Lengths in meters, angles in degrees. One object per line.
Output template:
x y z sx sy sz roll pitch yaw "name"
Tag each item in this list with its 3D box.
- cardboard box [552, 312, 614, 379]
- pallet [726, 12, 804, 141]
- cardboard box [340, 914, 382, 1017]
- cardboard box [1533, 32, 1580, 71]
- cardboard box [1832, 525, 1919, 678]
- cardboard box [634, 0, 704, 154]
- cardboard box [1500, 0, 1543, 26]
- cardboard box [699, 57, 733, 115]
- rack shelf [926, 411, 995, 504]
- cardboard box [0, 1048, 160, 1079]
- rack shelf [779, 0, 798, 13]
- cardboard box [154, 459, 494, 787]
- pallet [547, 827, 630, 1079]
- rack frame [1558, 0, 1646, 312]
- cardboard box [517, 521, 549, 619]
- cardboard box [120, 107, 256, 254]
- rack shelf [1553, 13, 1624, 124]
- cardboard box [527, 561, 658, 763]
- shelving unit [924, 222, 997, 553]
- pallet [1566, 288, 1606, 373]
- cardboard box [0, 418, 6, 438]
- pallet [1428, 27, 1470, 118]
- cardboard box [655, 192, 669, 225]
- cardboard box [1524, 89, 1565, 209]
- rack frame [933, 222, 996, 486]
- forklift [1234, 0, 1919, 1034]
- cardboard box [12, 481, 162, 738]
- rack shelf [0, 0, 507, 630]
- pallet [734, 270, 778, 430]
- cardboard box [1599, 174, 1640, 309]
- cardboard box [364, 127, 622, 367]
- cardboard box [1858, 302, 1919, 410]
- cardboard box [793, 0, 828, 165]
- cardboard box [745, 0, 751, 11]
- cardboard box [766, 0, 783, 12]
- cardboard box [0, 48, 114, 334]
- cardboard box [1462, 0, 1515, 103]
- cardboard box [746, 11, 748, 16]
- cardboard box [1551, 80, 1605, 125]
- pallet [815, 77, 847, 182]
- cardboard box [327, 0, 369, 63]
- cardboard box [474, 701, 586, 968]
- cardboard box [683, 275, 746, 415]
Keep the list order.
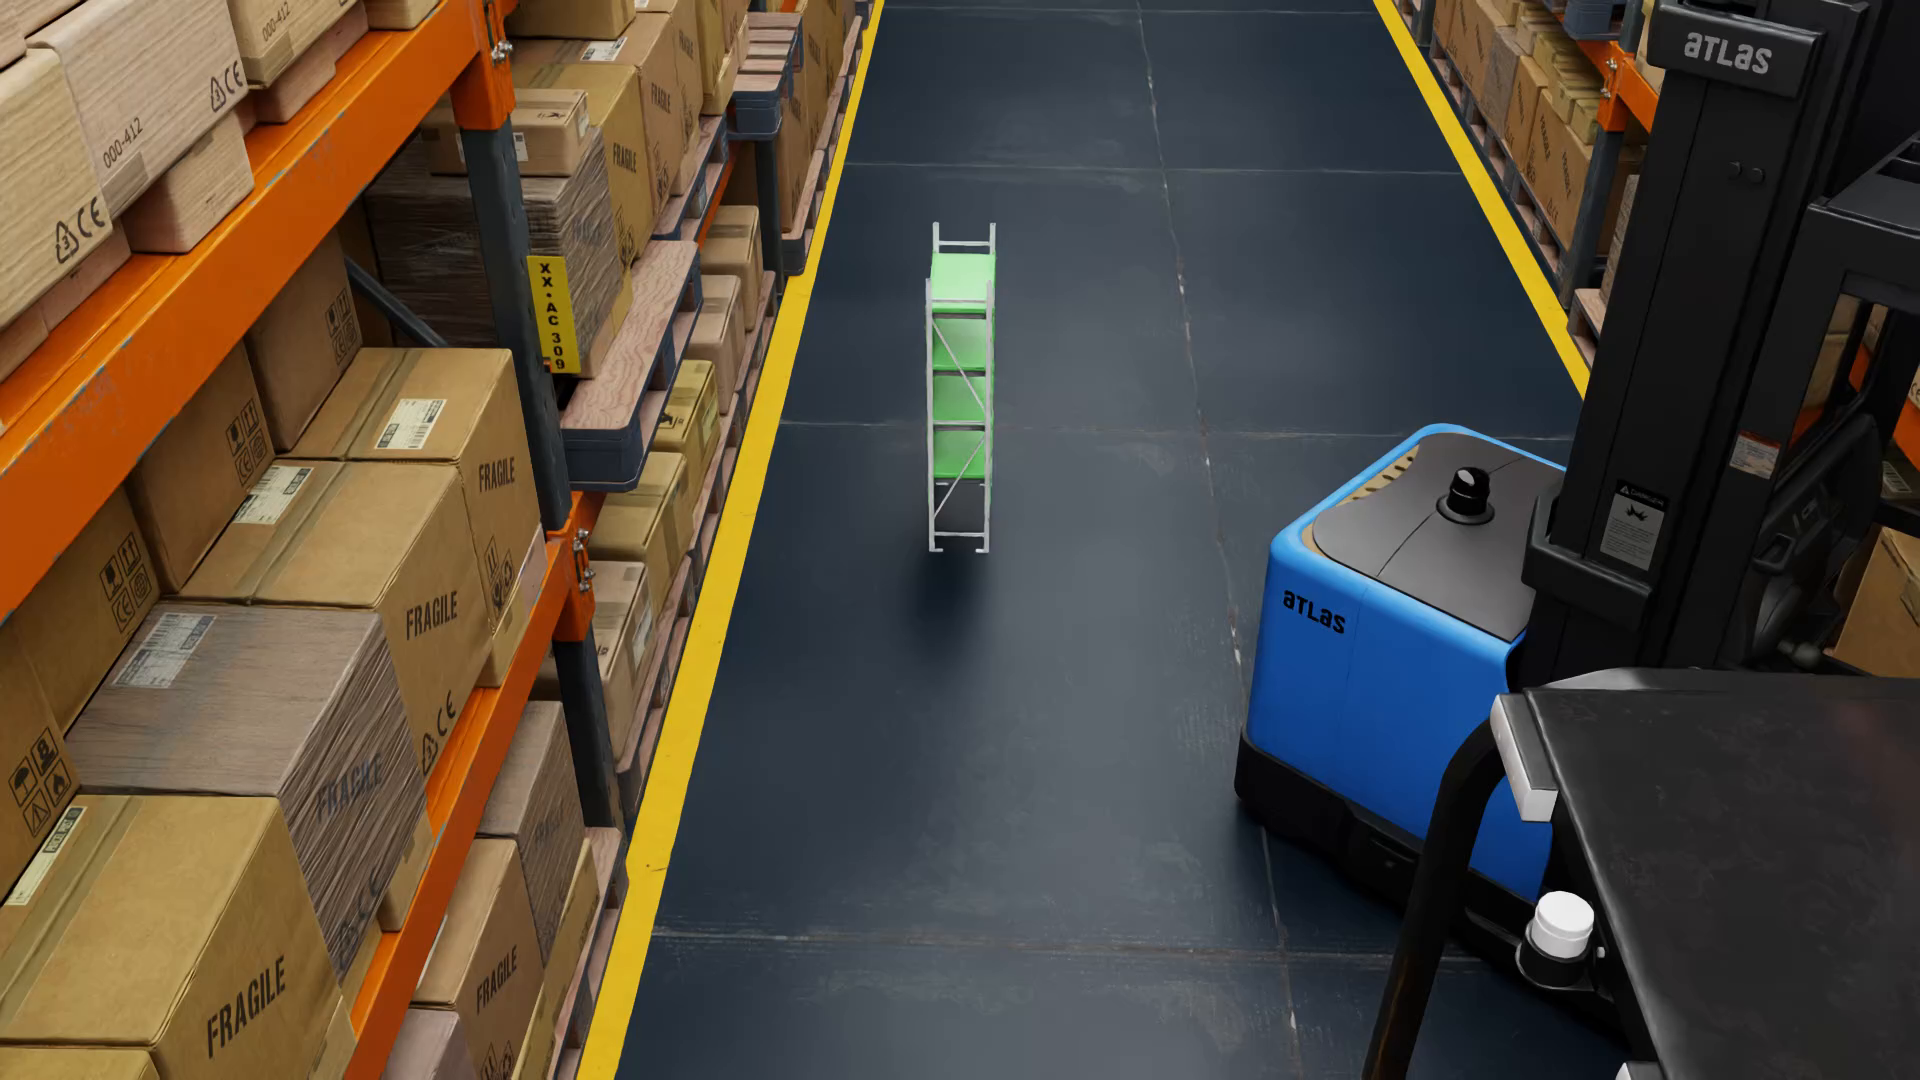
-1.231 -0.598 4.846 0.380 0.149 0.250 2 35 3 "cardboard box"
-1.330 -2.027 7.192 1.213 0.211 1.003 1 35 2 "pallet"
-1.355 0.805 3.214 0.380 0.149 0.250 1 35 1 "cardboard box"
3.419 -2.711 9.243 0.380 0.149 0.250 1 35 1 "cardboard box"
3.401 0.393 5.282 0.875 0.625 0.625 3 35 4 "cardboard box"
-1.200 -1.683 5.825 0.500 0.500 0.500 0 35 0 "cardboard box"
3.442 -3.166 9.890 0.380 0.149 0.250 3 35 4 "cardboard box"
-1.105 -1.788 6.539 0.380 0.149 0.250 2 35 3 "cardboard box"
0.007 -0.337 6.715 0.258 0.148 0.480 1 35 2 "rack shelf"
-1.396 1.060 2.287 0.500 0.500 0.500 1 35 1 "cardboard box"
-1.328 -3.372 9.565 1.077 0.370 4.000 1 35 2 "rack shelf"
-1.352 0.175 3.546 0.500 0.500 0.500 2 35 3 "cardboard box"
-1.560 1.308 4.705 1.003 0.211 1.213 1 35 2 "pallet"
3.552 -2.405 7.563 1.000 3.000 0.127 1 35 2 "rack frame"
-1.277 0.075 4.253 0.380 0.149 0.250 1 35 1 "cardboard box"
-1.332 -0.564 2.554 0.380 0.149 0.250 2 35 3 "cardboard box"
3.632 -3.260 9.405 1.077 0.370 4.000 1 35 2 "rack shelf"
-1.550 0.383 5.517 0.950 0.372 0.625 2 35 2 "cardboard box"
0.007 -0.586 6.540 0.258 1.200 0.503 1 35 2 "shelving unit"
3.480 -0.792 7.693 1.003 0.211 1.213 1 35 2 "pallet"
-1.374 -0.123 1.927 0.380 0.149 0.250 0 35 1 "cardboard box"
3.717 -3.094 10.969 1.003 0.211 1.213 1 35 2 "pallet"
-1.213 -1.195 5.695 0.380 0.149 0.250 2 35 2 "cardboard box"
3.384 -2.089 8.923 0.500 0.500 0.500 1 35 1 "cardboard box"
0.016 -0.726 6.740 0.240 1.200 0.015 1 35 2 "rack frame"
2.320 0.054 4.124 3.031 2.935 1.130 28 44 34 "forklift"
-1.893 0.038 2.872 0.700 0.500 0.500 1 35 1 "cardboard box"
-1.649 -0.003 2.162 1.077 0.370 4.000 1 35 2 "rack shelf"
-1.441 -0.927 7.886 1.003 0.211 1.213 1 35 2 "pallet"
3.513 -1.247 7.616 0.875 0.625 0.625 2 35 3 "cardboard box"
-1.263 -0.816 4.592 0.500 0.500 0.500 2 35 3 "cardboard box"
3.165 -0.630 5.168 0.500 0.250 0.500 1 35 2 "cardboard box"
-1.257 -2.727 9.504 0.875 0.875 0.875 2 35 2 "cardboard box"
-1.149 -2.584 7.107 0.500 0.500 0.500 0 35 1 "cardboard box"
-1.137 -2.731 8.158 0.500 0.250 0.500 1 35 1 "cardboard box"
-1.377 -0.372 1.933 0.500 0.250 0.500 2 35 3 "cardboard box"
3.432 -2.987 10.199 0.500 0.500 0.500 0 35 0 "cardboard box"
-1.125 -2.237 7.177 0.380 0.149 0.250 2 35 3 "cardboard box"
3.298 -2.266 8.611 0.380 0.149 0.250 0 35 -1 "cardboard box"
-1.249 -2.527 10.162 1.003 0.211 1.213 1 35 2 "pallet"
-1.375 -1.012 3.191 0.380 0.149 0.250 2 35 2 "cardboard box"
-1.324 0.773 4.415 0.500 0.500 0.500 1 35 1 "cardboard box"
-1.462 -0.865 7.293 0.950 0.372 0.625 1 35 1 "cardboard box"
